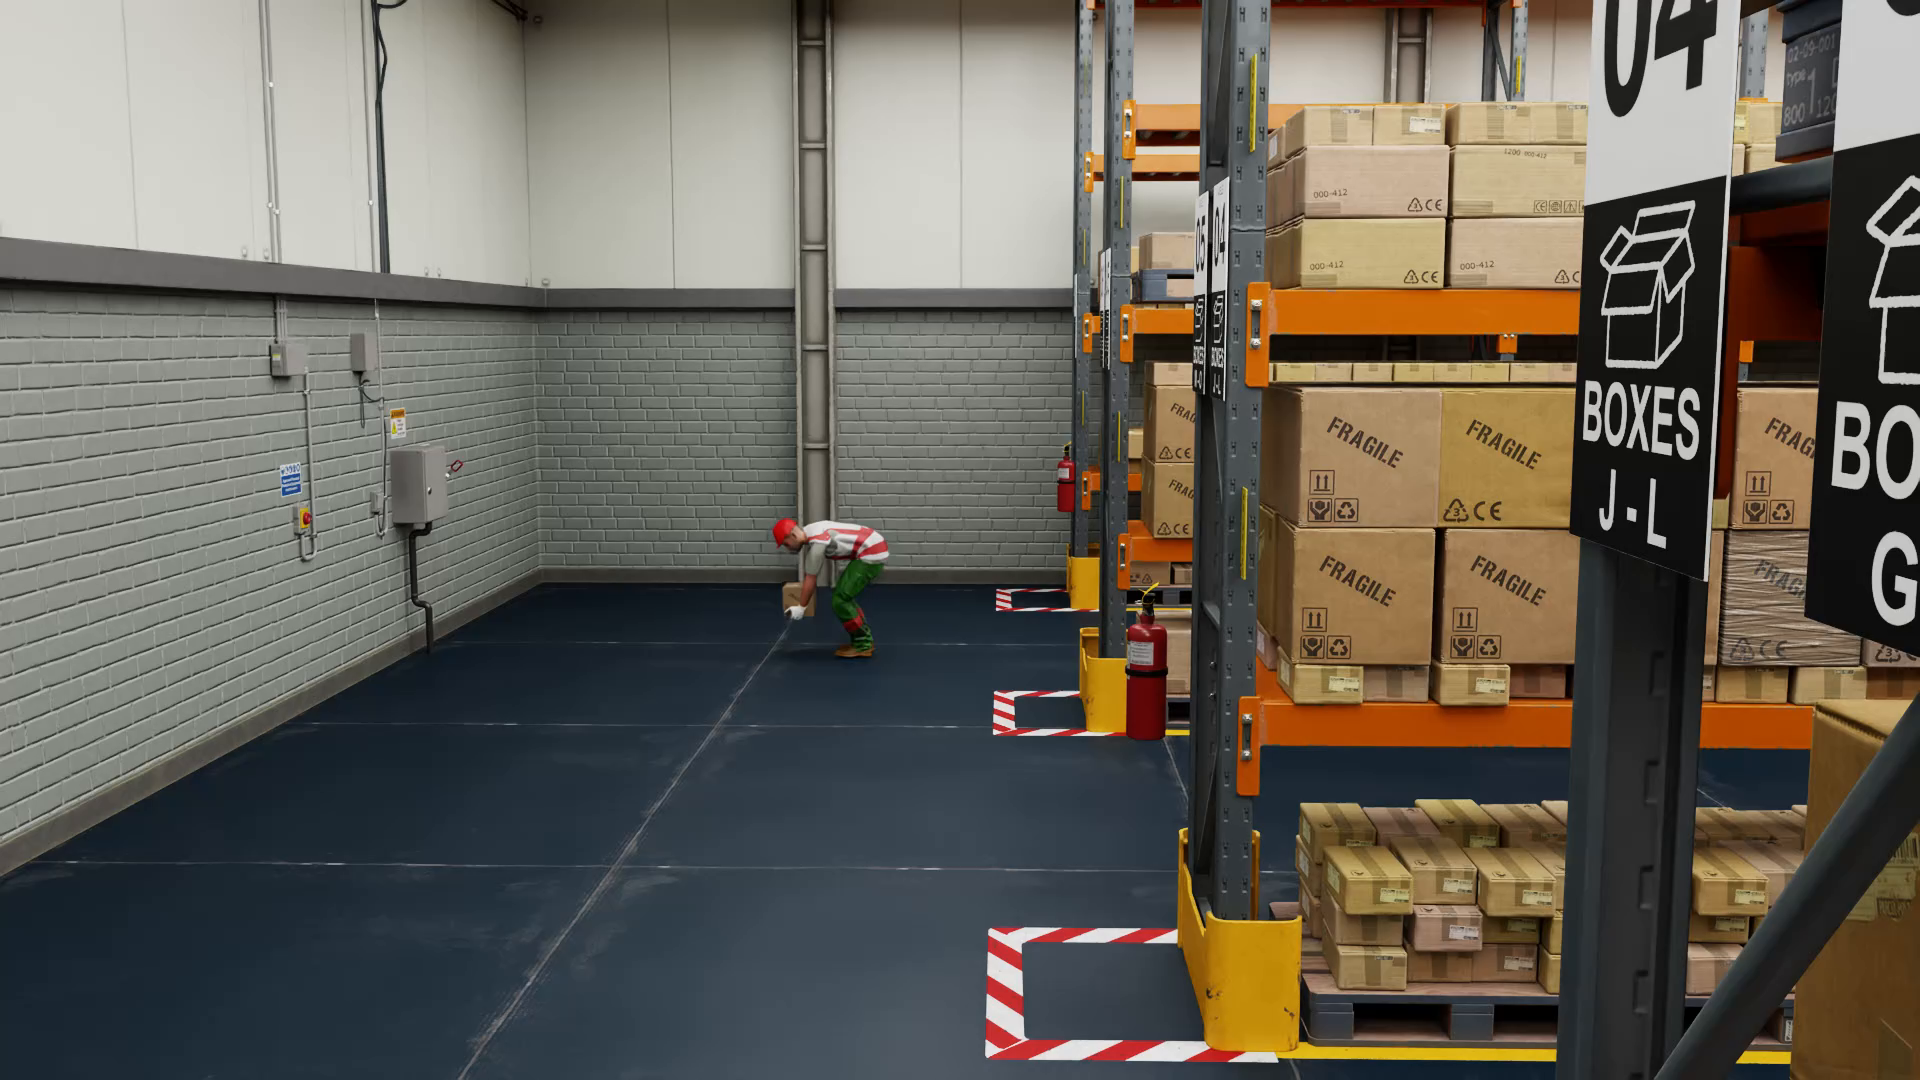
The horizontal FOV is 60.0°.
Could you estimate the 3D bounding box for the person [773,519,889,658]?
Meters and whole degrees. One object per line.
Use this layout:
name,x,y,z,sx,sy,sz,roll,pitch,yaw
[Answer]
person,-1.058,0.386,13.709,0.951,1.134,0.523,0,7,-1
